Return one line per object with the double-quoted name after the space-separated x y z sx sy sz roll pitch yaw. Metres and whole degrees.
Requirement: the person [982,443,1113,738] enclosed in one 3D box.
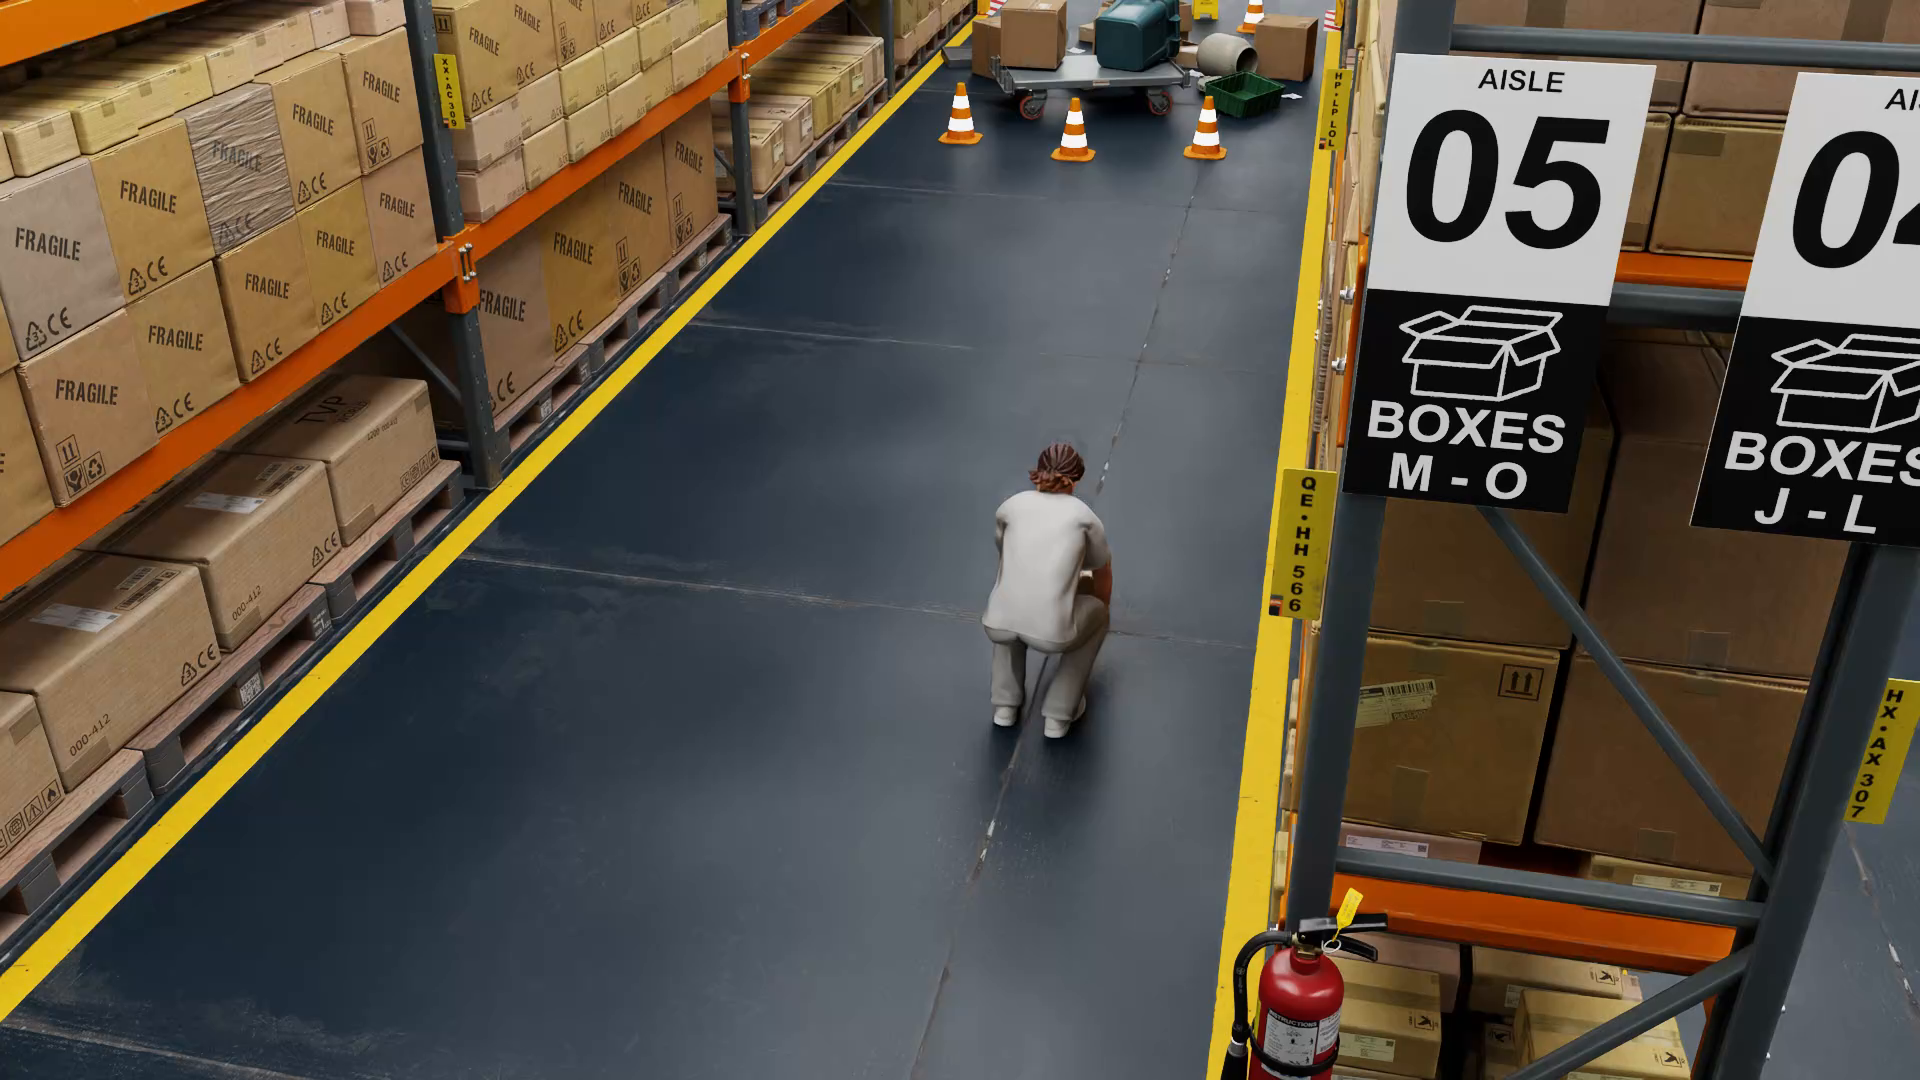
0.321 0.203 6.459 0.486 1.003 0.781 11 31 18 "person"
